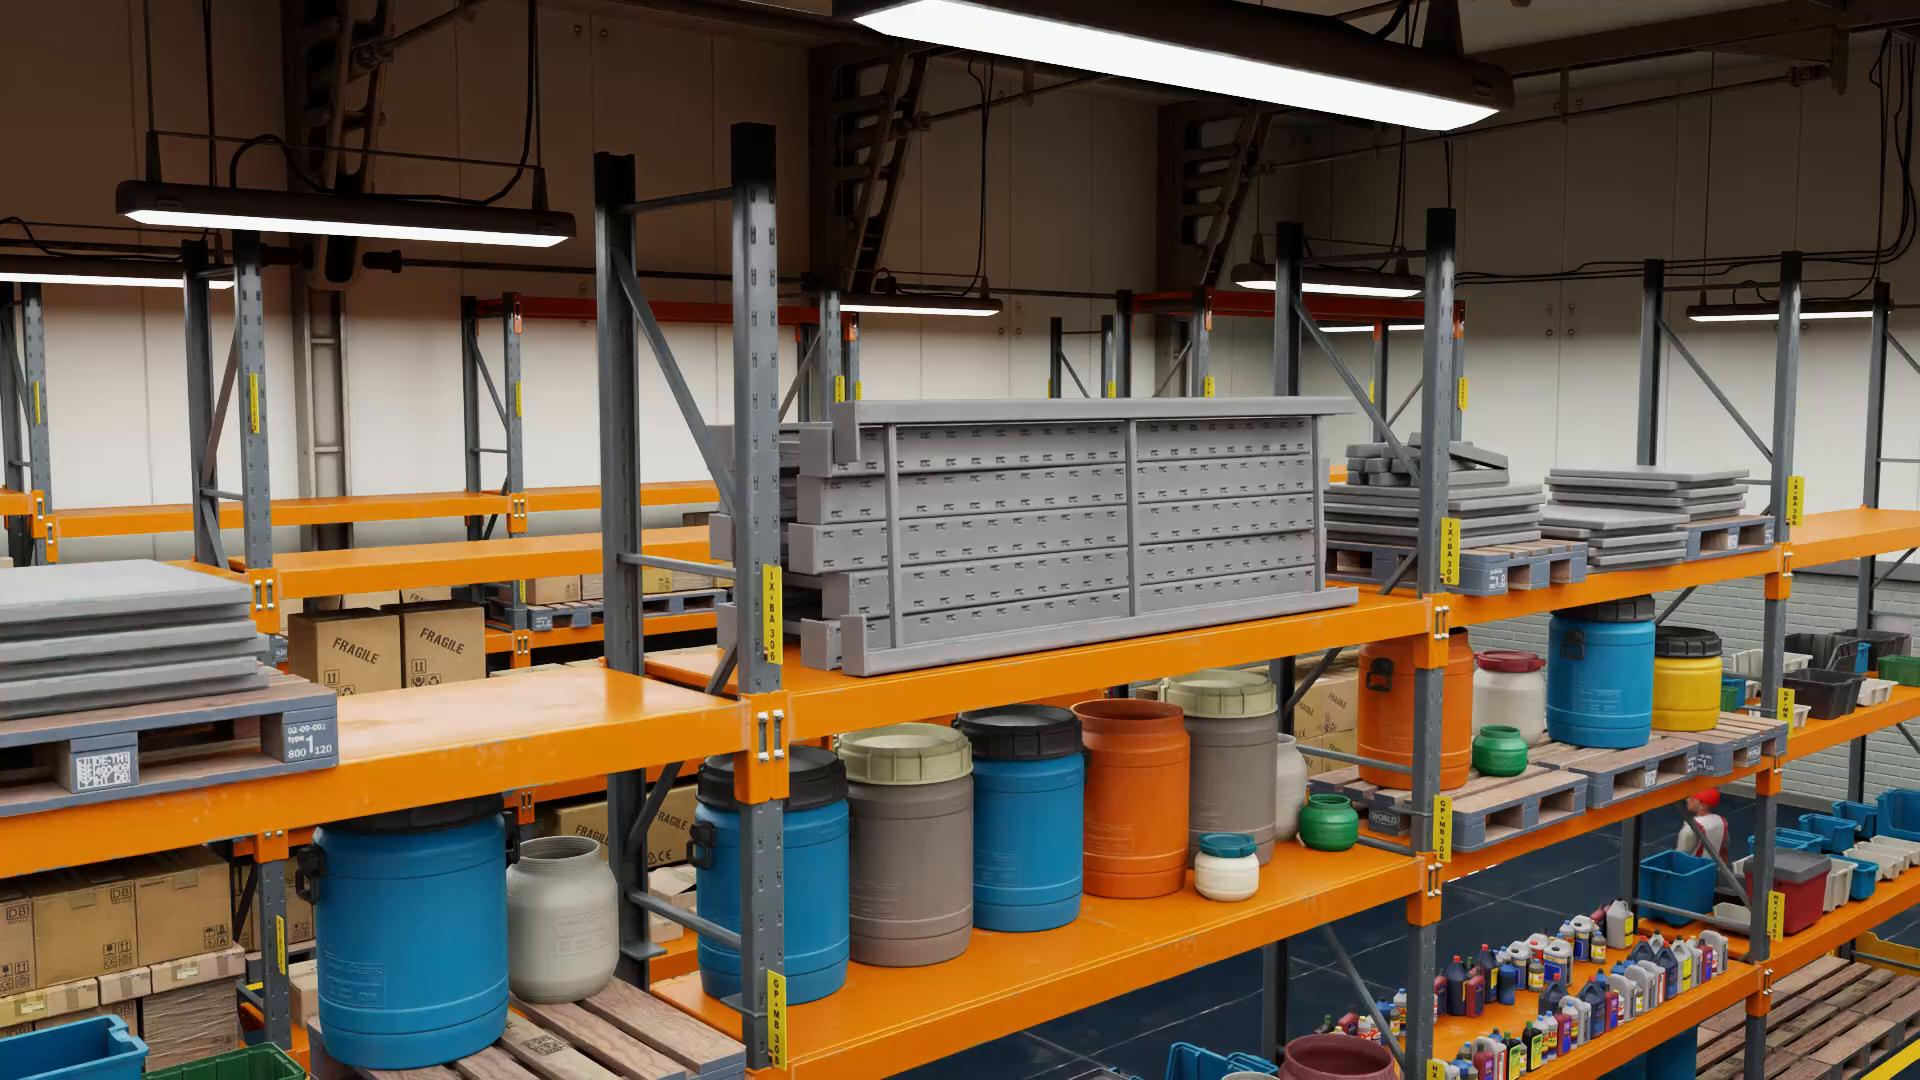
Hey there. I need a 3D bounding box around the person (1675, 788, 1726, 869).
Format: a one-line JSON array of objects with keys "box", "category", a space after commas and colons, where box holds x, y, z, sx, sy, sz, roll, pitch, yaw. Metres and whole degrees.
[{"box": [6.256, 2.982, 14.103, 0.639, 1.850, 0.459, -2, 6, -24], "category": "person"}]
